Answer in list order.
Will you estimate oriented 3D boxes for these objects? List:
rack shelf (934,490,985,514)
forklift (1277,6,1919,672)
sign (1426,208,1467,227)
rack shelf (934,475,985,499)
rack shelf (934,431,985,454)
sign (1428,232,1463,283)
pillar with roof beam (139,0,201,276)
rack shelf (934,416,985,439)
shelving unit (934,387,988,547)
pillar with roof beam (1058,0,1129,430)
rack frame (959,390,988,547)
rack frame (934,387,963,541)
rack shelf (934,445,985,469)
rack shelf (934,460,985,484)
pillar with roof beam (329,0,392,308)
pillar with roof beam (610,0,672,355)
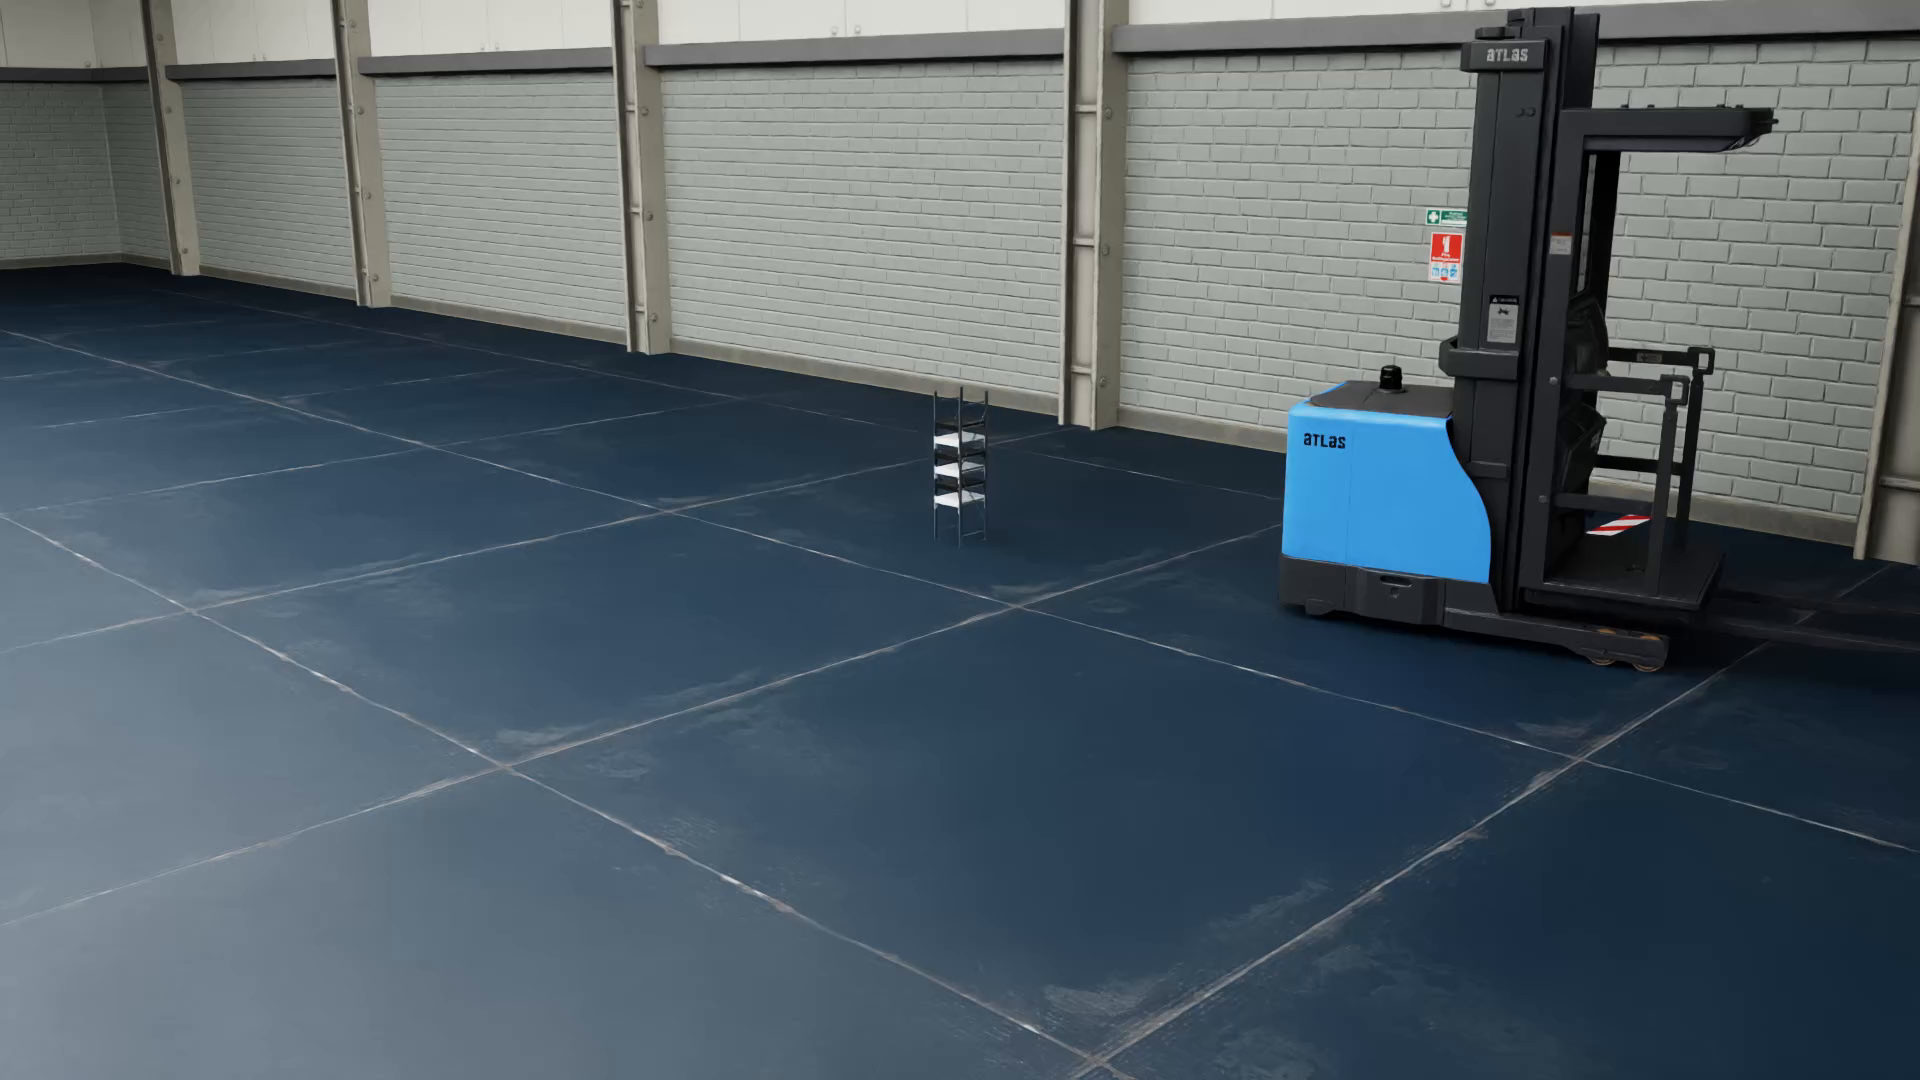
[{"bbox_3d":[0.006,-0.228,9.867,0.200,0.077,0.258,14,20,42],"label":"rack shelf"},{"bbox_3d":[3.157,-0.966,7.828,3.031,2.935,1.130,8,17,29],"label":"forklift"},{"bbox_3d":[3.284,-2.167,11.177,0.331,0.109,0.001,14,20,42],"label":"sign"},{"bbox_3d":[0.006,-0.315,9.844,0.200,0.077,0.258,14,20,42],"label":"rack shelf"},{"bbox_3d":[0.006,-0.576,9.776,0.200,0.077,0.258,14,20,42],"label":"rack shelf"},{"bbox_3d":[3.287,-1.913,11.253,0.234,0.329,0.001,14,20,42],"label":"sign"},{"bbox_3d":[-14.900,-7.663,21.493,0.400,9.000,9.100,14,20,42],"label":"pillar with roof beam"},{"bbox_3d":[0.006,-0.663,9.753,0.200,0.077,0.258,14,20,42],"label":"rack shelf"},{"bbox_3d":[0.006,-0.434,9.813,0.210,0.900,0.258,14,20,42],"label":"shelving unit"},{"bbox_3d":[-1.942,-4.512,9.403,0.400,9.000,9.100,14,20,42],"label":"pillar with roof beam"},{"bbox_3d":[0.079,-0.416,9.745,0.006,0.900,0.240,14,20,42],"label":"rack frame"},{"bbox_3d":[-0.067,-0.452,9.881,0.006,0.900,0.240,14,20,42],"label":"rack frame"},{"bbox_3d":[0.006,-0.489,9.799,0.200,0.077,0.258,14,20,42],"label":"rack shelf"},{"bbox_3d":[0.006,-0.402,9.822,0.200,0.077,0.258,14,20,42],"label":"rack shelf"},{"bbox_3d":[-10.580,-6.612,17.463,0.400,9.000,9.100,14,20,42],"label":"pillar with roof beam"},{"bbox_3d":[-6.261,-5.562,13.433,0.400,9.000,9.100,14,20,42],"label":"pillar with roof beam"}]
